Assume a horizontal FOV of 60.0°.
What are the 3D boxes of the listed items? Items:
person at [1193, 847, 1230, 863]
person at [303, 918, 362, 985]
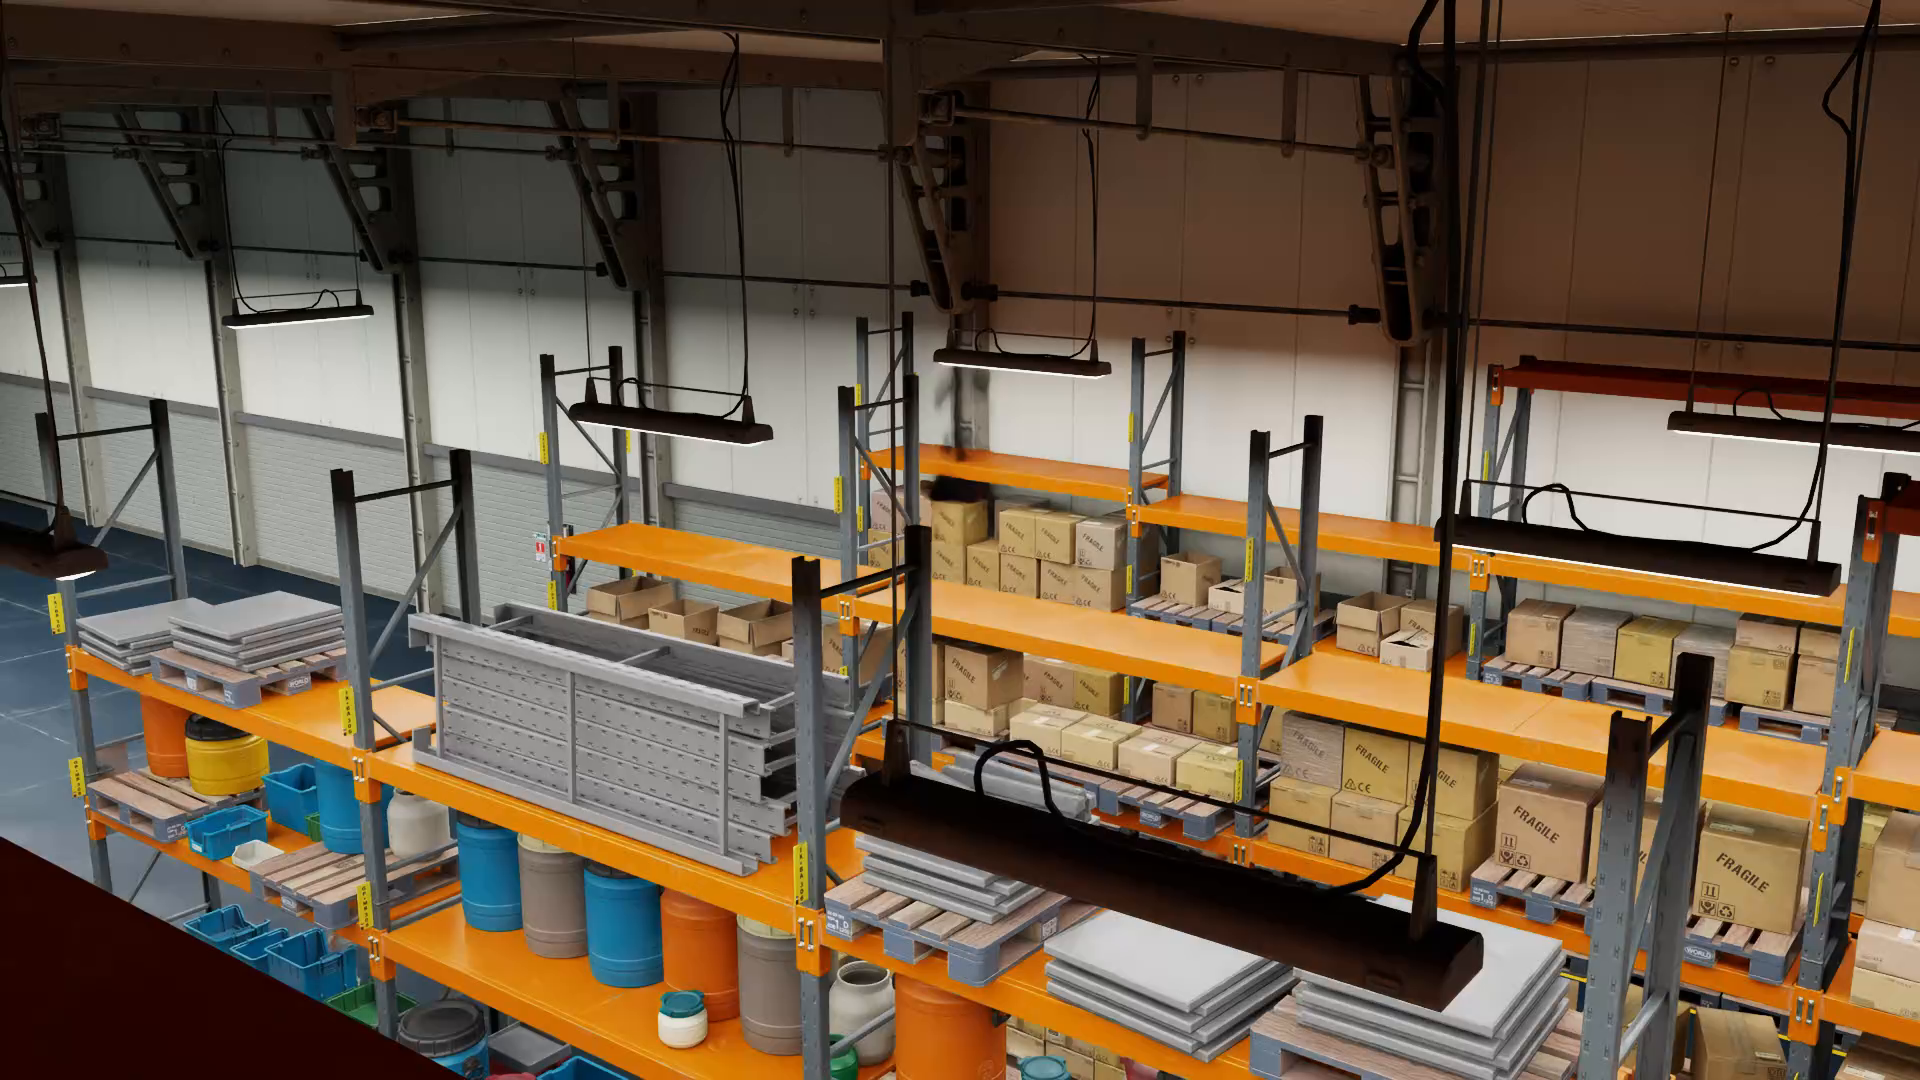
[{"bbox_3d":[2.616,3.349,16.960,0.590,1.745,0.659,6,14,25],"label":"person"},{"bbox_3d":[-5.904,3.753,15.662,0.593,1.572,0.547,2,13,9],"label":"person"}]
